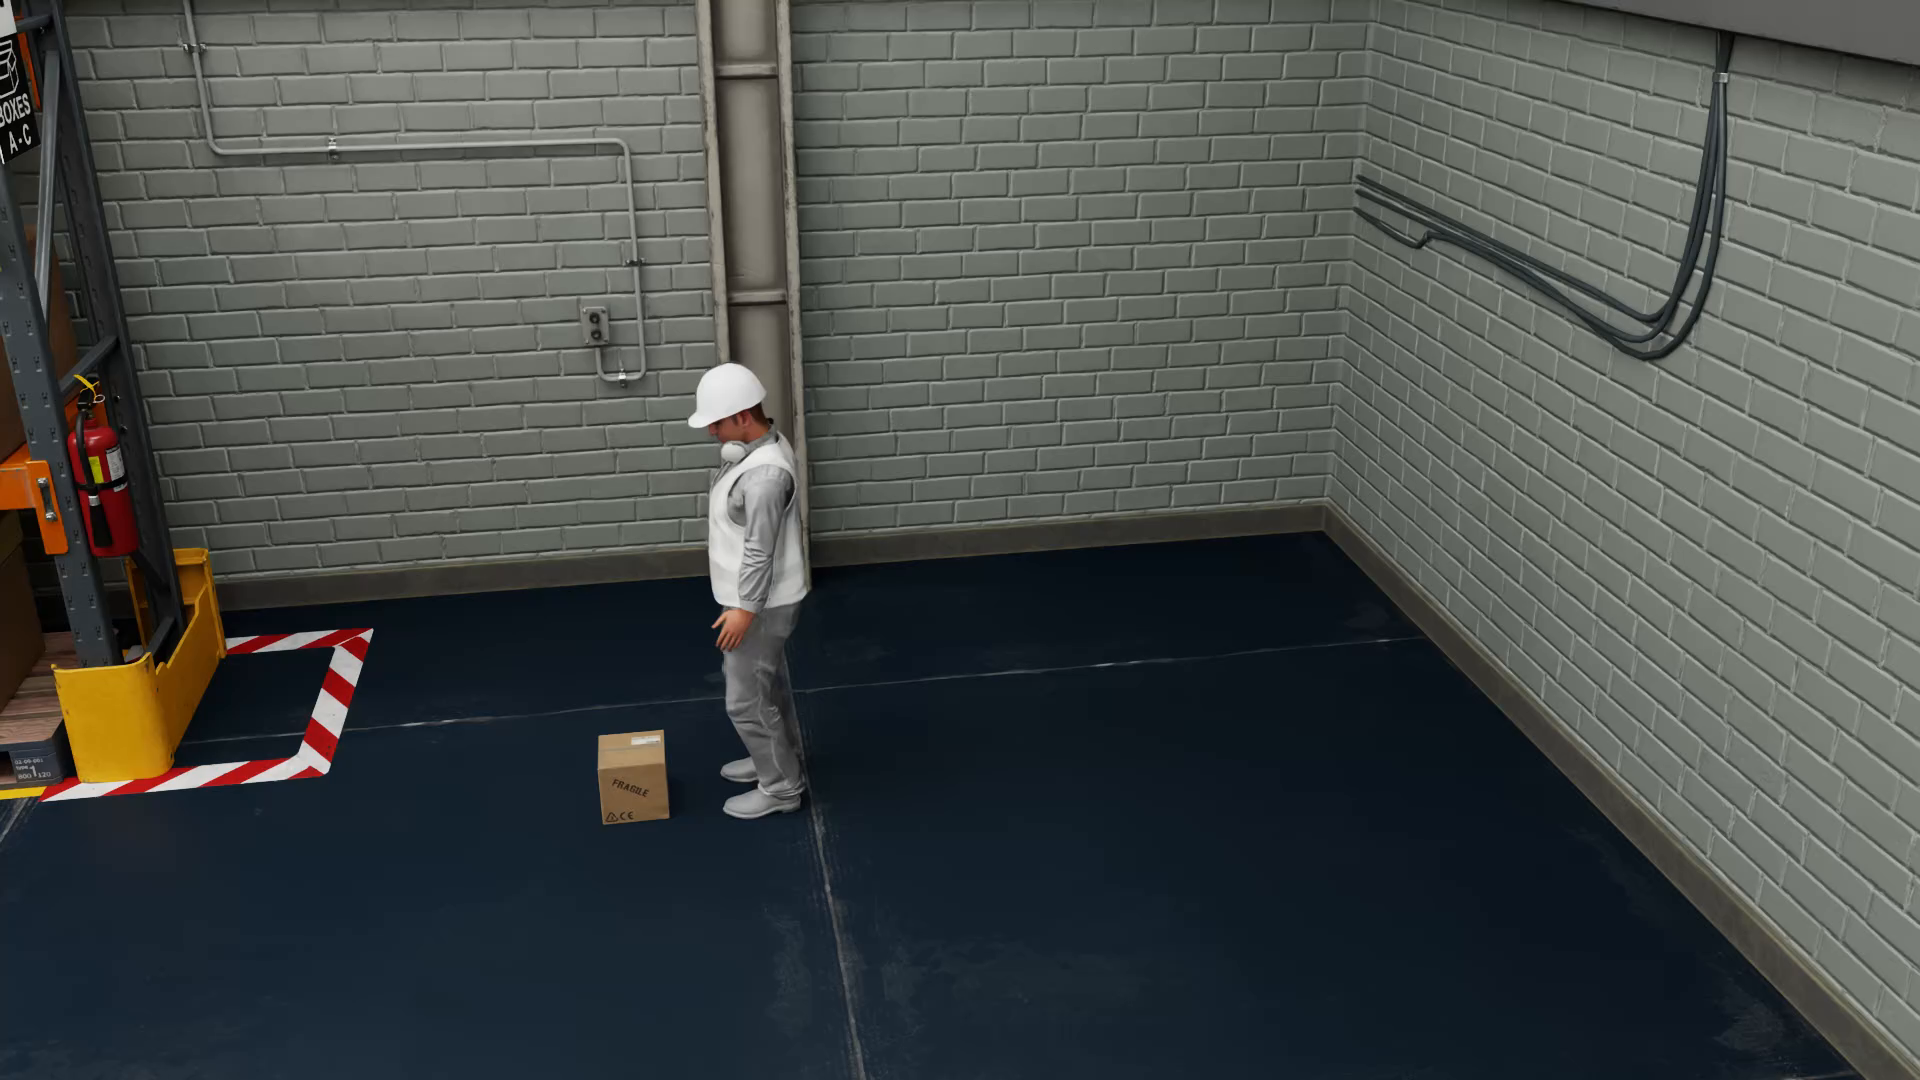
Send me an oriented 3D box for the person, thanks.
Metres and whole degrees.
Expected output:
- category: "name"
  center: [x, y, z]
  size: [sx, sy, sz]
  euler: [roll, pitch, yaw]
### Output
- category: "person"
  center: [-0.775, 0.215, 6.143]
  size: [0.476, 1.719, 0.559]
  euler: [-4, 23, -8]
